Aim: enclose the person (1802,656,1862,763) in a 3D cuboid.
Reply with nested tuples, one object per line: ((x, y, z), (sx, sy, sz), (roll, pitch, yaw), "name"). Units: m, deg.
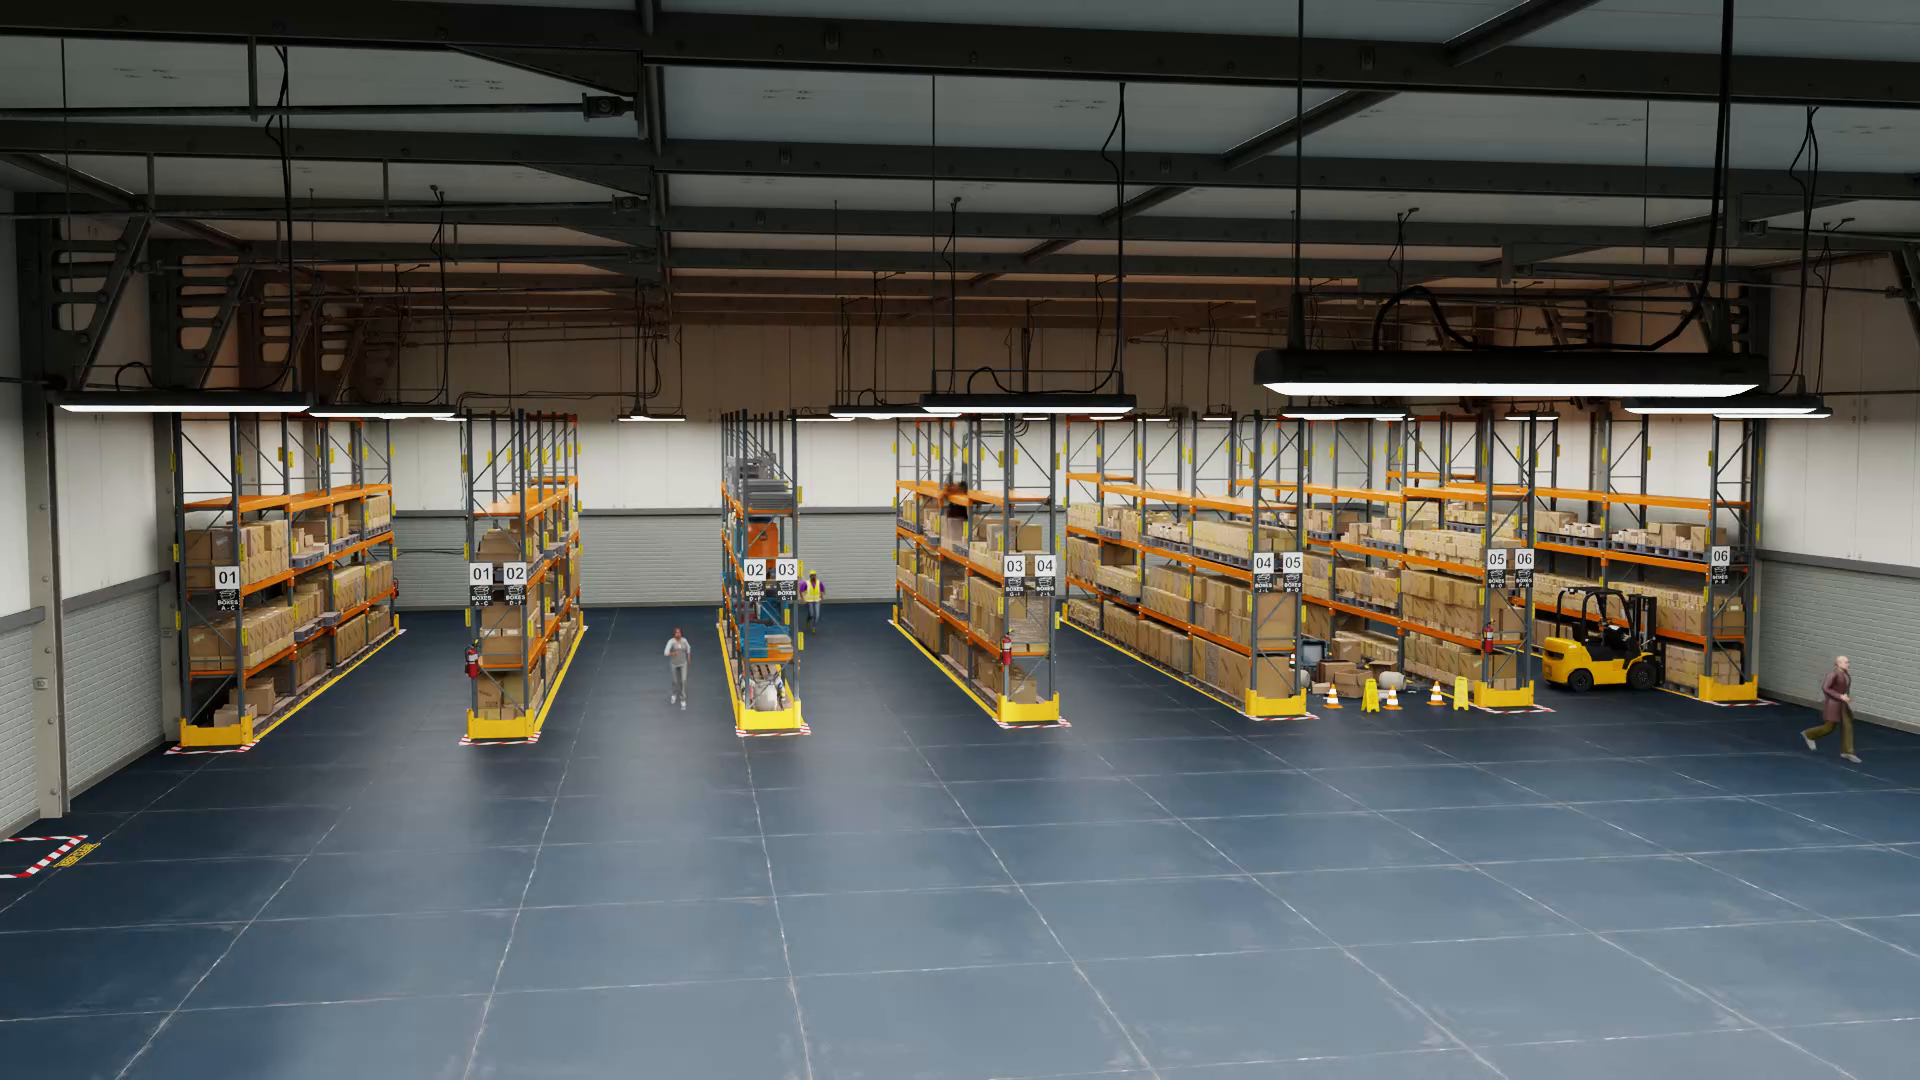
((14.963, 2.856, 28.454), (0.734, 1.774, 1.075), (-2, 5, -32), "person")

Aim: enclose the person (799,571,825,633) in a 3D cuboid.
((-4.024, 1.693, 45.538), (0.713, 1.719, 0.586), (-1, 4, -18), "person")

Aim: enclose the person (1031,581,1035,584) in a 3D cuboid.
((1.944, 1.546, 47.564), (0.685, 1.771, 0.742), (0, 4, -4), "person")

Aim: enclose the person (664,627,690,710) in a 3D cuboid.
((-5.700, 2.565, 33.583), (0.565, 1.631, 0.761), (-1, 4, -20), "person")
